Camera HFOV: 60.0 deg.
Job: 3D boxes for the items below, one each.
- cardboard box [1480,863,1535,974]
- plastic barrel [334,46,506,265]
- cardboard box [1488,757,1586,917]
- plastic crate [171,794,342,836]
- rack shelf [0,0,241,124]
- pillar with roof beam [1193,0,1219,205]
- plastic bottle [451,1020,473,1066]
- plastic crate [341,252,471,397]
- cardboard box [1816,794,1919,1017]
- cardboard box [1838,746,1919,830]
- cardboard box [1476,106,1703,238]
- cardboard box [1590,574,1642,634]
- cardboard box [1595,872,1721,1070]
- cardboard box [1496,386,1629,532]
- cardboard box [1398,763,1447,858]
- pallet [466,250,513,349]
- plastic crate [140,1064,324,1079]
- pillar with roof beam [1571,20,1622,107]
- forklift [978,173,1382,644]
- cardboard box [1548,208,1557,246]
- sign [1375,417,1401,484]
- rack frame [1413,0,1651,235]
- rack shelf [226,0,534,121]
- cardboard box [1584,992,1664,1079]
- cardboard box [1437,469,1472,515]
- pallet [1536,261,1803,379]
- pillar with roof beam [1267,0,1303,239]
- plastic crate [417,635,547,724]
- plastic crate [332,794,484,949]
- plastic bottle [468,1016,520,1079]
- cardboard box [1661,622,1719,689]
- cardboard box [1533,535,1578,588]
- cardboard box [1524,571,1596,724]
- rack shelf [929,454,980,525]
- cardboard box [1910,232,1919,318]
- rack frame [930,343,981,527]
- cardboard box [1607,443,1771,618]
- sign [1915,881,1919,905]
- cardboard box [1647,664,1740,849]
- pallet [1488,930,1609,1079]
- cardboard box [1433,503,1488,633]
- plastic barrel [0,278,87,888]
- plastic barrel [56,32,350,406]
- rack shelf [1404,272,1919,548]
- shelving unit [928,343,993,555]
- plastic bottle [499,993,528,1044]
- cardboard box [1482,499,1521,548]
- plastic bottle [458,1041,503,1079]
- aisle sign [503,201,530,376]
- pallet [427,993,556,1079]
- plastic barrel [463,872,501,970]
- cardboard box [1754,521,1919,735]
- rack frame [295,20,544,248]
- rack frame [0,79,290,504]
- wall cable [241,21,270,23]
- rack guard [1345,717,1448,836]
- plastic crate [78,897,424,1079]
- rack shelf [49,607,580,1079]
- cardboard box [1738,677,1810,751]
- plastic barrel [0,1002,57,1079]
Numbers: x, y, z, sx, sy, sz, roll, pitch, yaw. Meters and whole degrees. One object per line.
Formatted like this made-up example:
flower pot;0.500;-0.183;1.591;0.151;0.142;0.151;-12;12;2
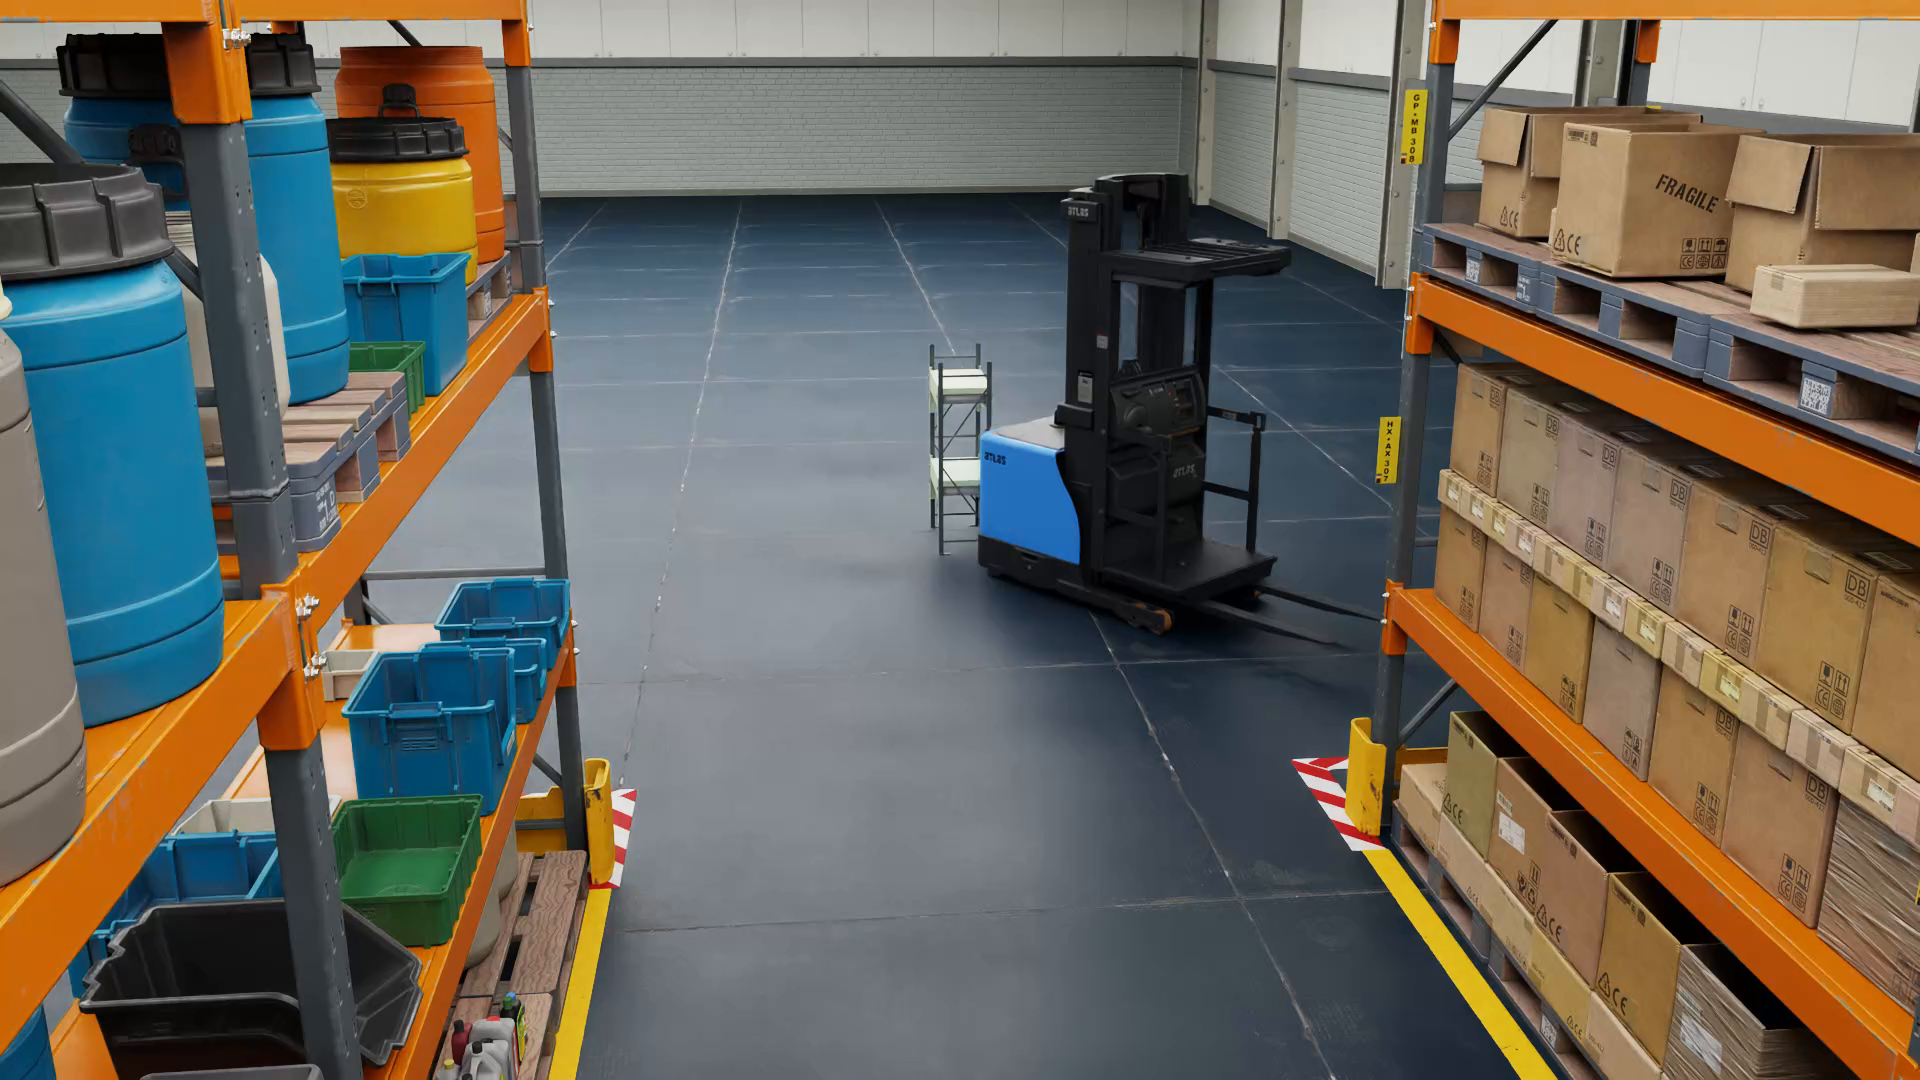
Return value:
cardboard box;2.543;1.582;7.019;0.500;0.250;0.500;-2;18;-6
plastic barrel;-2.148;-1.537;6.640;0.600;0.830;0.708;-2;18;-6
cardboard box;2.554;1.224;6.907;0.500;0.500;0.500;-2;18;-6
plastic crate;-2.332;1.000;5.425;0.530;0.136;0.437;-2;18;-6
rack shelf;-1.706;-0.382;1.240;1.077;0.370;4.000;-2;18;-6
pillar with roof beam;1.086;-11.633;35.209;9.100;9.000;0.400;-2;18;-6
plastic bottle;-1.807;1.857;6.054;0.061;0.283;0.133;-2;18;-6
plastic crate;-1.829;-0.706;5.438;0.392;0.384;0.575;-2;18;-6
cardboard box;2.963;1.018;4.759;0.700;0.500;0.500;-2;18;-7
cardboard box;2.750;0.693;4.713;0.380;0.149;0.250;-2;18;-7
cardboard box;2.658;-1.570;7.055;0.797;0.503;0.637;-1;17;-2
cardboard box;2.586;0.231;6.185;0.380;0.149;0.250;-2;18;-5
cardboard box;2.654;1.522;5.958;0.500;0.500;0.500;-2;18;-6
cardboard box;2.703;-0.349;6.947;0.700;0.500;0.500;-2;18;-7
cardboard box;2.436;1.284;7.967;0.500;0.250;0.500;-2;18;-6
pallet;-2.337;-0.933;6.449;1.003;0.211;1.213;-2;18;-6
plastic crate;-1.558;1.454;3.430;0.402;0.464;0.583;-2;18;-6
pillar with roof beam;2.942;-6.270;18.127;9.100;9.000;0.400;-2;18;-6
forklift;1.509;-0.937;11.269;1.130;2.935;3.031;-16;23;-41
cardboard box;2.548;-1.216;6.520;0.380;0.149;0.250;-2;18;-6
sign;2.050;-0.429;7.959;0.100;0.325;0.005;-2;18;-6
rack frame;2.602;-2.856;7.251;1.000;3.000;0.127;-2;18;-6
rack shelf;-2.119;-1.574;5.036;1.077;0.370;4.000;-2;18;-6
cardboard box;2.642;1.880;6.069;0.500;0.250;0.500;-2;18;-6
cardboard box;2.429;-0.227;7.643;0.380;0.149;0.250;-2;18;-6
pallet;2.779;-0.807;5.879;1.003;0.211;1.213;-2;18;-6
pillar with roof beam;1.705;-9.846;29.515;9.100;9.000;0.400;-2;18;-6
plastic crate;-1.914;0.563;6.625;0.499;0.251;0.408;-2;18;-6
plastic crate;-1.772;1.038;5.217;0.450;0.188;0.662;-2;18;-6
plastic bottle;-1.701;1.857;6.066;0.152;0.276;0.135;-2;18;-5
cardboard box;2.644;0.388;5.683;0.380;0.149;0.250;-1;17;-4
cardboard box;2.537;0.080;6.664;0.380;0.149;0.250;-2;18;-7
cardboard box;2.742;0.403;6.720;0.700;0.500;0.500;-2;18;-5
rack shelf;-0.001;-0.407;13.056;0.431;0.370;0.720;-2;18;-6
cardboard box;3.170;-0.777;4.850;0.500;0.311;0.500;-3;18;-9
rack frame;-0.038;-0.827;13.306;0.400;1.500;0.023;-2;18;-6
cardboard box;2.808;-0.049;5.993;0.700;0.500;0.500;-2;18;-6
sign;2.463;0.765;4.156;0.100;0.325;0.005;-2;18;-6
cardboard box;2.854;0.712;5.735;0.700;0.500;0.500;-2;17;-5
pallet;2.846;1.926;6.690;1.003;0.211;1.213;-2;18;-6
cardboard box;2.638;0.098;7.690;0.700;0.500;0.500;-2;18;-6
plastic barrel;-1.577;0.019;2.263;0.600;0.901;0.600;0;17;0
plastic barrel;-1.908;-0.821;4.237;0.600;0.901;0.708;-2;18;-6
rack shelf;2.809;-0.486;5.910;1.077;0.370;4.000;-2;18;-6
shelving unit;-0.001;-0.718;12.959;0.431;1.500;0.755;-2;18;-6
plastic bottle;-1.699;1.817;6.319;0.097;0.201;0.097;0;17;0
cardboard box;2.483;-0.074;7.156;0.380;0.149;0.250;-2;18;-5
plastic bottle;-1.665;1.912;5.766;0.144;0.351;0.185;-1;17;-3
aisle sign;-2.037;-1.113;7.373;0.394;0.787;0.004;-2;18;-6
pallet;-2.069;2.115;6.089;1.003;0.211;1.213;-2;18;-6
plastic barrel;-2.129;1.488;6.882;0.421;0.512;0.421;0;17;0
cardboard box;2.910;0.249;5.044;0.700;0.500;0.500;-2;18;-6
rack frame;-2.325;-2.704;6.767;1.000;3.000;0.127;-2;18;-6
rack frame;-1.912;-1.512;2.971;1.000;3.000;0.127;-2;18;-6
wall cable;-15.508;-13.623;35.868;2.305;6.003;0.169;-2;18;-6
rack guard;2.600;1.192;8.546;1.175;0.500;0.348;-2;18;-6
plastic crate;-1.840;1.220;4.388;0.767;0.338;0.504;-2;18;-6
rack shelf;-2.119;1.097;5.875;1.077;0.370;4.000;-2;18;-6
cardboard box;2.693;0.537;5.210;0.380;0.149;0.250;-2;18;-6
plastic barrel;-2.174;1.235;3.398;0.600;0.901;0.708;-2;18;-6
